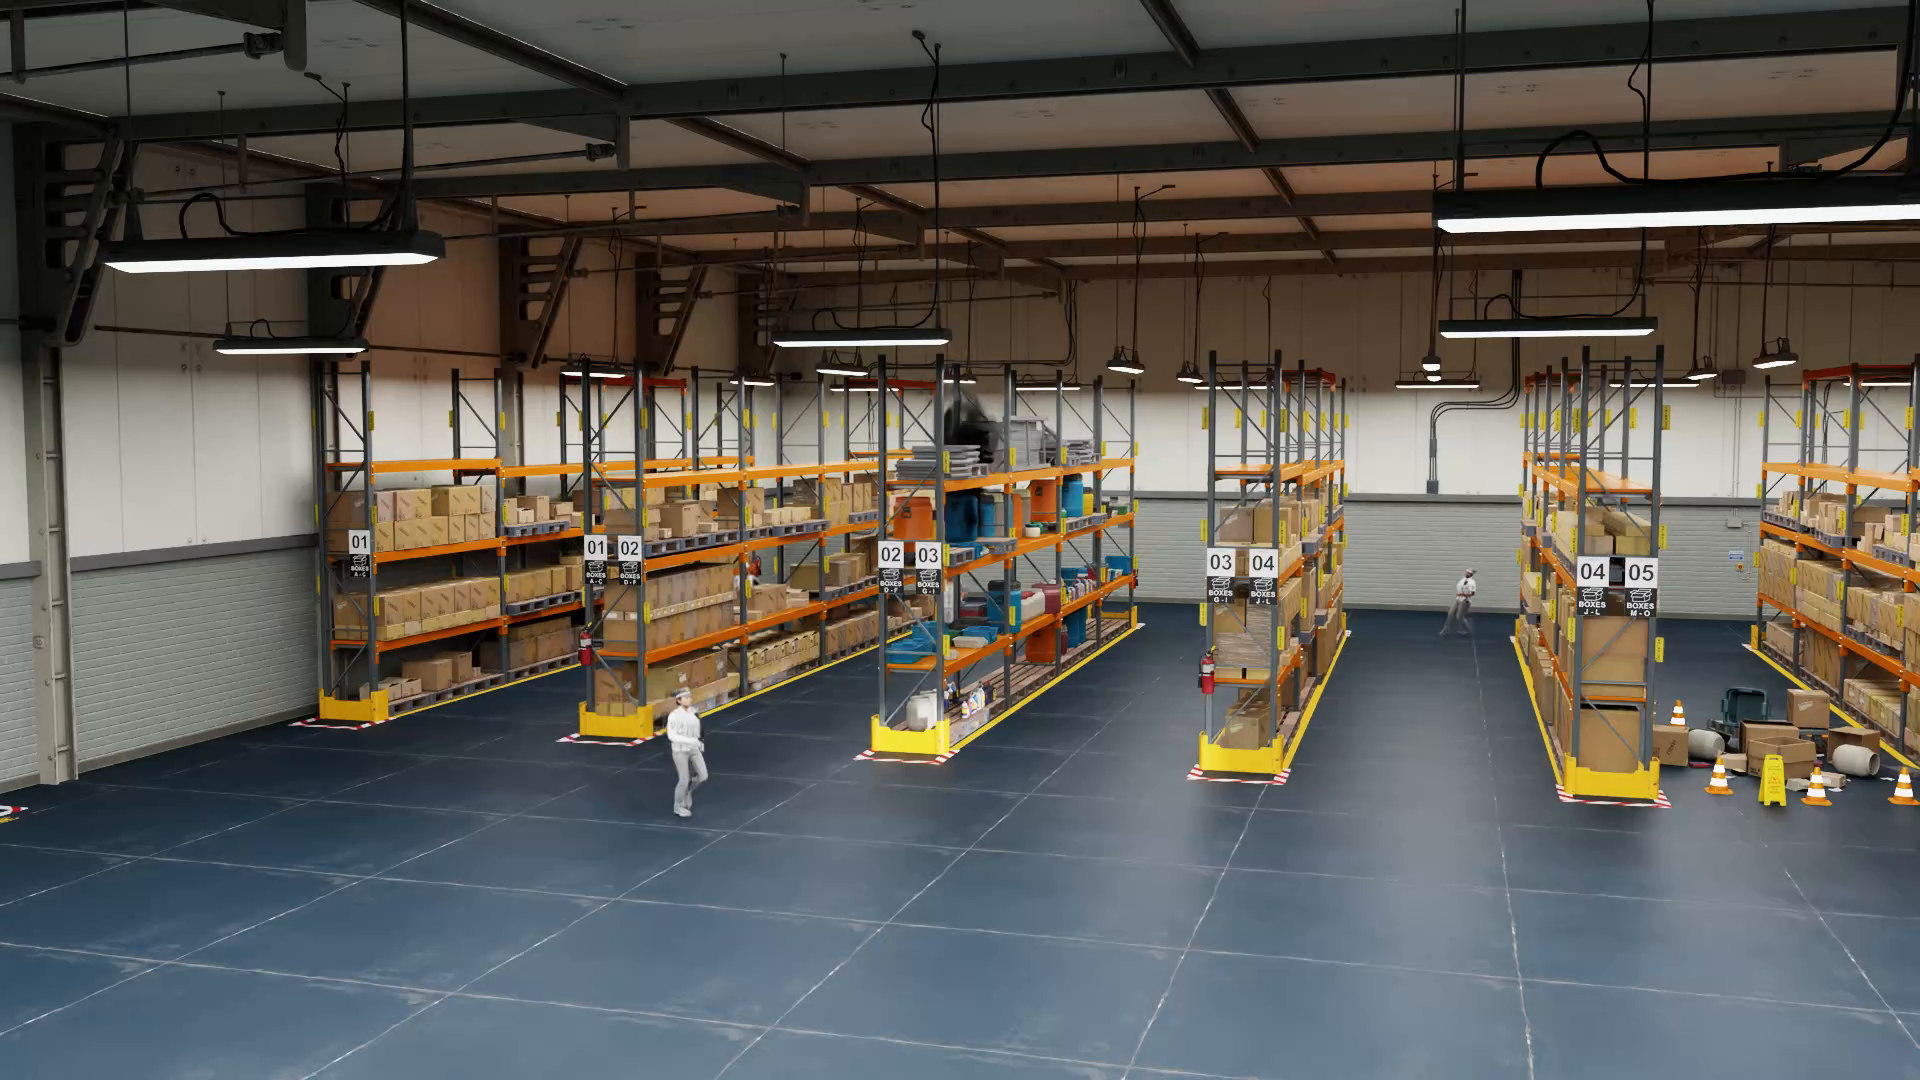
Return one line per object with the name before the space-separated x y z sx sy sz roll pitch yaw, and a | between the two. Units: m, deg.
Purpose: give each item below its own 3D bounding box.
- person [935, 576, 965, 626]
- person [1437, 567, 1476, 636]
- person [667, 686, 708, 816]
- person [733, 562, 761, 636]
person | -0.226 1.509 36.478 0.658 1.779 0.947 0 4 5
person | 11.565 1.430 38.524 0.739 1.651 0.707 -1 4 -16
person | -3.422 2.669 21.031 0.558 1.659 0.599 4 5 41
person | -4.903 1.408 37.956 0.639 1.828 0.734 0 4 5
